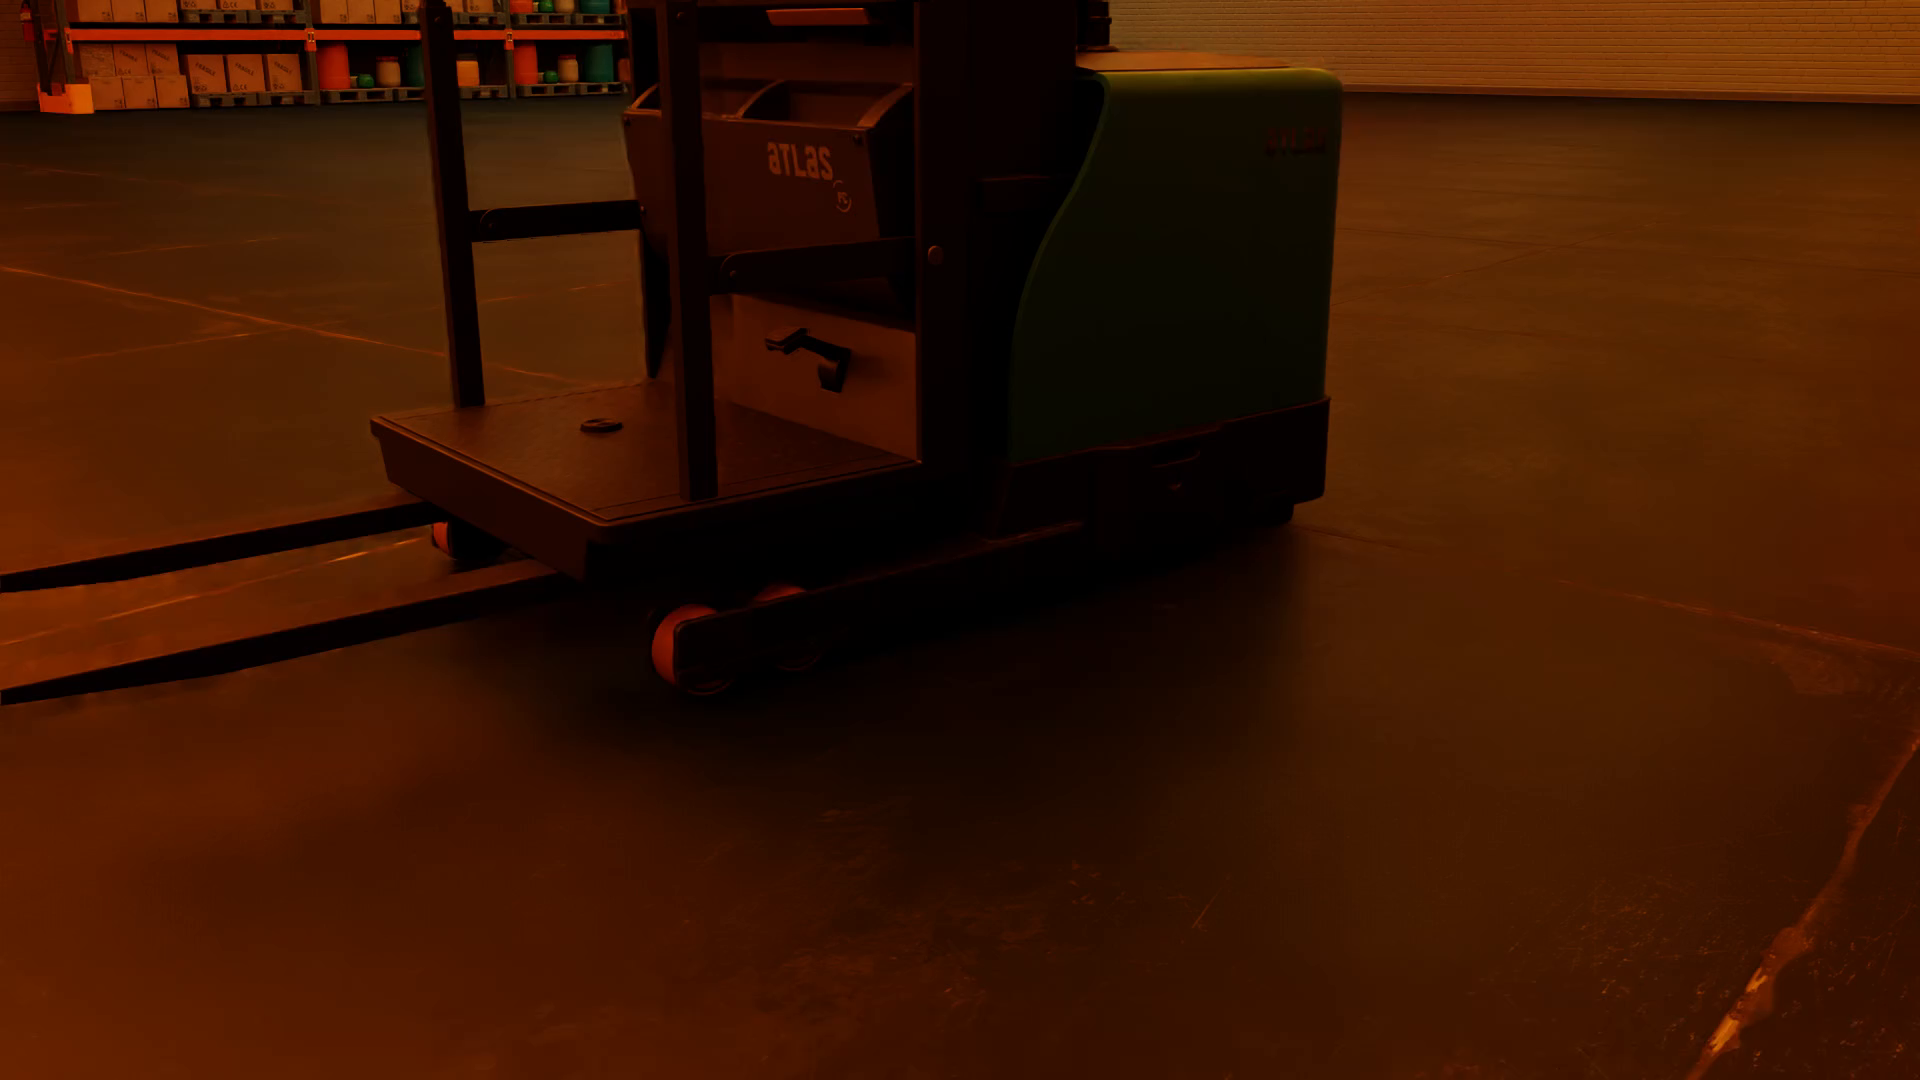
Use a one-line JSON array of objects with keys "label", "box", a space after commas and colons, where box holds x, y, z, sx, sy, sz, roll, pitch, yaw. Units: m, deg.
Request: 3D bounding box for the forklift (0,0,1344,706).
[{"label": "forklift", "box": [-0.568, -1.292, 3.151, 3.031, 2.935, 1.130, -13, 21, -37]}]
